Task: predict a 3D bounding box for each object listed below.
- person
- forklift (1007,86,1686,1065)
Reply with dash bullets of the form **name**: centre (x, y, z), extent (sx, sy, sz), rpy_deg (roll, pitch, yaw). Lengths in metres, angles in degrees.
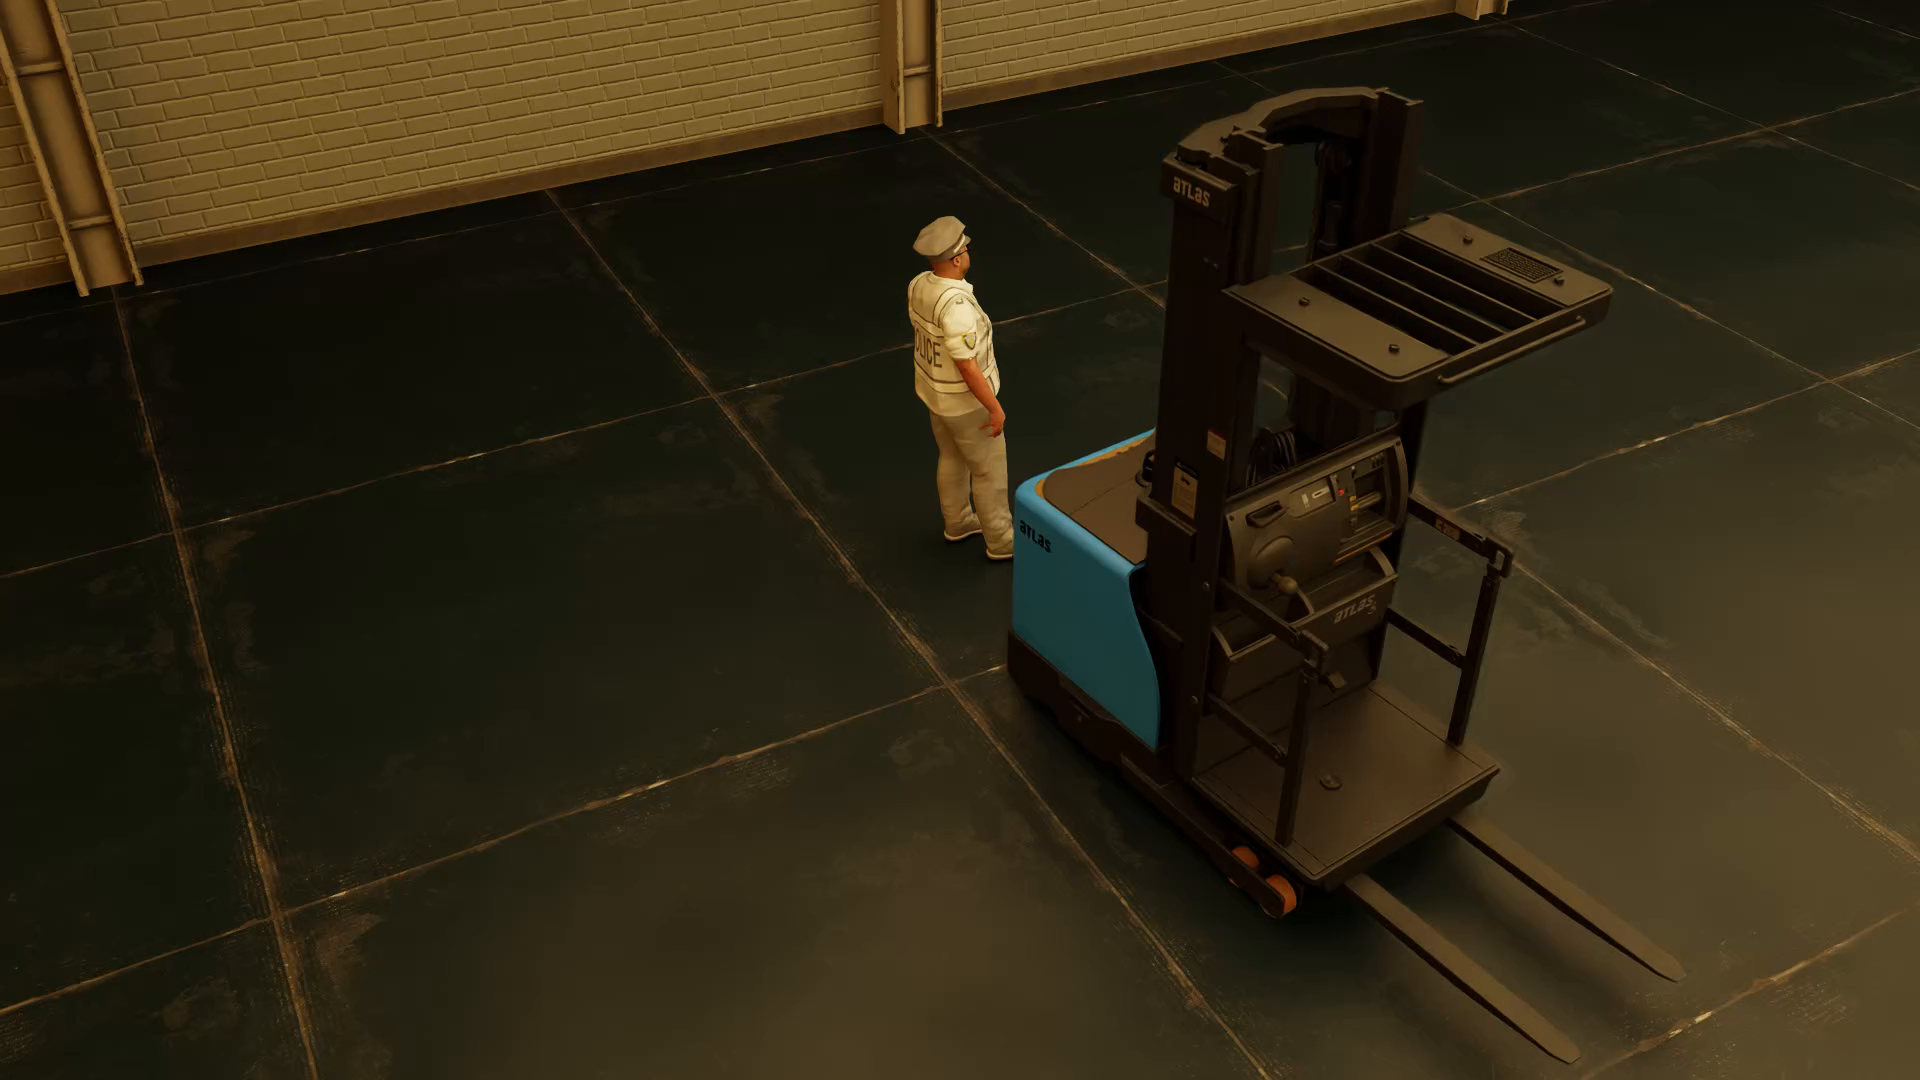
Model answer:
- **person**: centre (0.074, -0.750, 8.165), extent (0.574, 1.781, 0.641), rpy_deg (-17, 39, -23)
- **forklift**: centre (1.487, -0.032, 6.168), extent (1.130, 2.935, 3.031), rpy_deg (-23, 41, -28)
